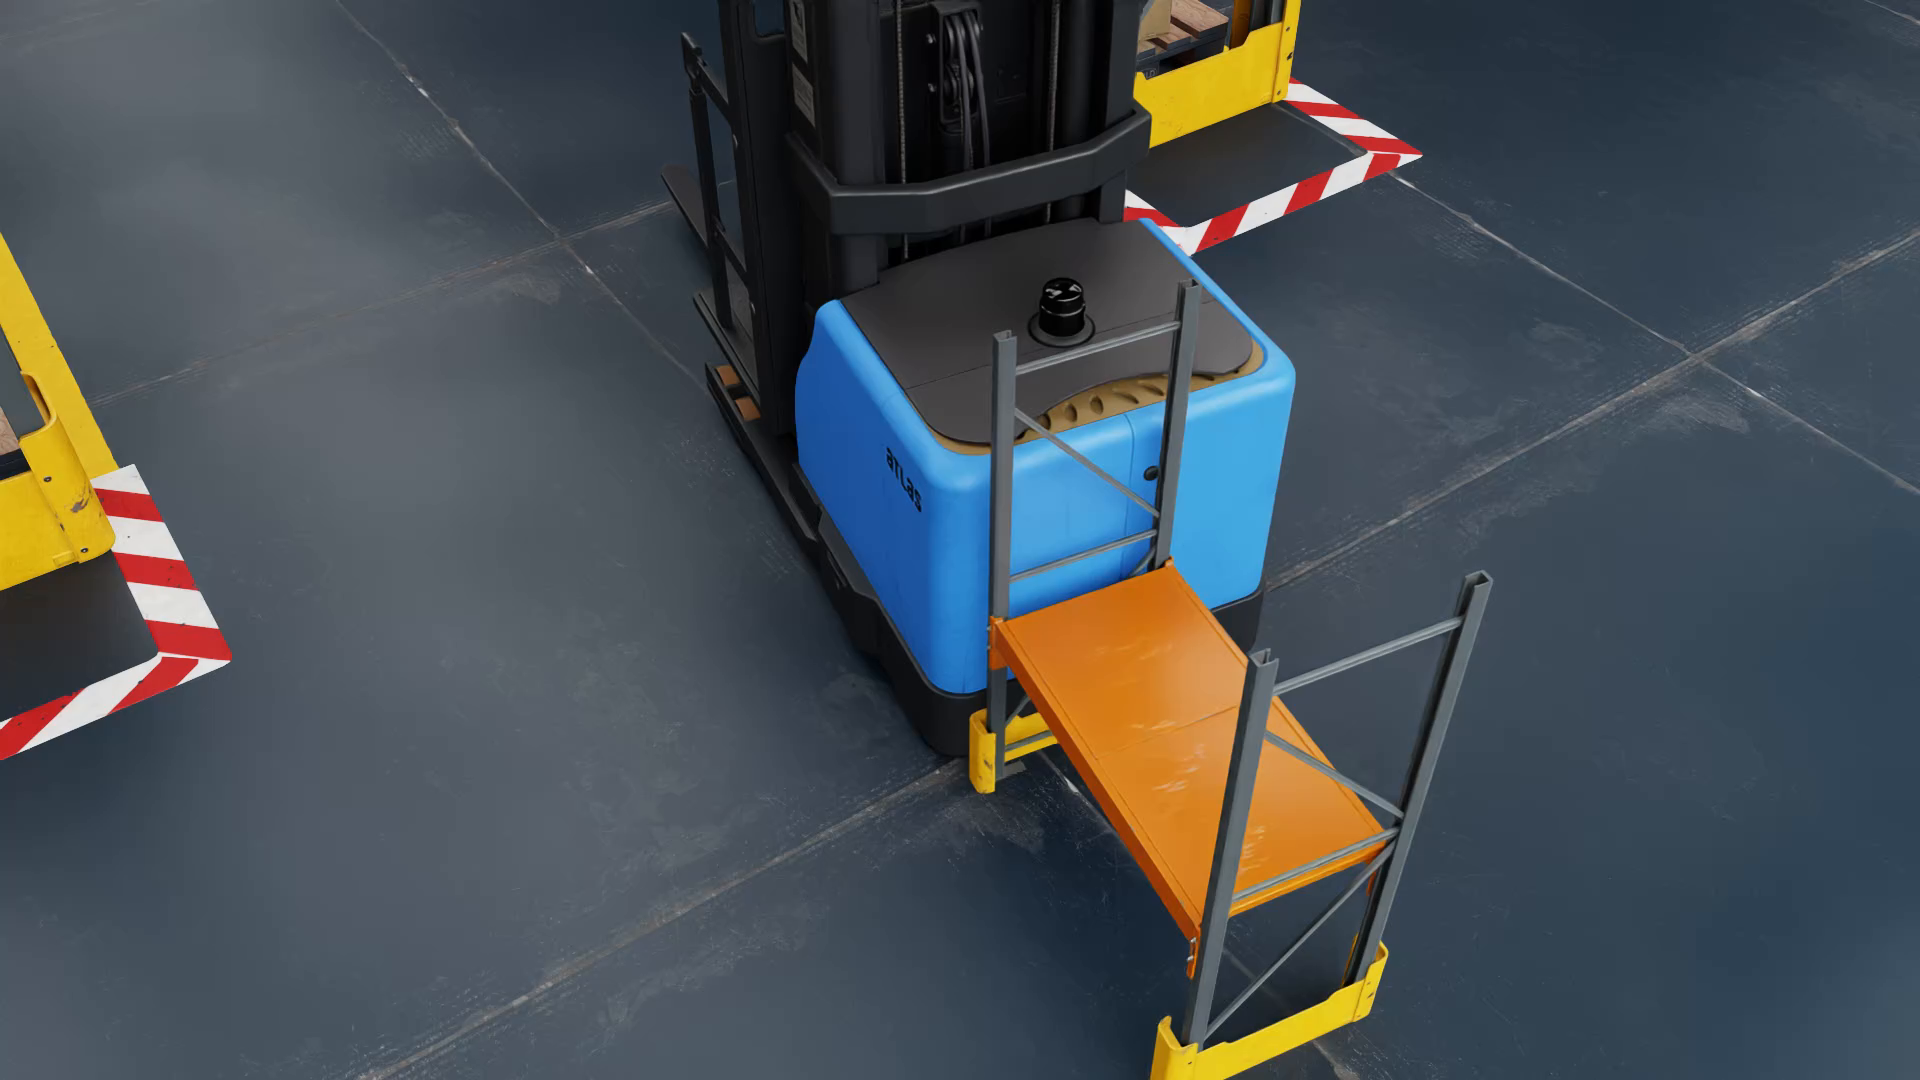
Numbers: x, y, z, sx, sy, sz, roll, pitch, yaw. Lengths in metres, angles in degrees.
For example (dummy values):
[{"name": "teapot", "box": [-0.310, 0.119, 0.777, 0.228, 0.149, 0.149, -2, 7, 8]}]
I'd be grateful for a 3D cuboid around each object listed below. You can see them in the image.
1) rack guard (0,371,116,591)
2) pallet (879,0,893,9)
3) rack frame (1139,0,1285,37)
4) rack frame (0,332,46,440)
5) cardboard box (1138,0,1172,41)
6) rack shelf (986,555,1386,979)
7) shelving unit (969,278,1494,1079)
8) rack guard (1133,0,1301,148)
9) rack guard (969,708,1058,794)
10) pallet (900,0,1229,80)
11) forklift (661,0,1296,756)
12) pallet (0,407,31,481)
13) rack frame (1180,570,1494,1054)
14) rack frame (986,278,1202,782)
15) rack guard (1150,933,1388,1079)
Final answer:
[{"name": "rack guard", "box": [-3.216, -0.024, 4.913, 1.175, 0.500, 0.348, -26, 49, -24]}, {"name": "pallet", "box": [-0.244, -3.059, 8.302, 1.003, 0.211, 1.213, -26, 49, -24]}, {"name": "rack frame", "box": [0.929, -2.860, 6.074, 1.000, 3.000, 0.127, -26, 49, -24]}, {"name": "rack frame", "box": [-3.134, -0.904, 4.024, 1.000, 3.000, 0.127, -26, 49, -24]}, {"name": "cardboard box", "box": [0.585, -2.468, 7.170, 0.500, 0.500, 0.500, -17, 46, -17]}, {"name": "rack shelf", "box": [0.517, 0.490, 3.911, 0.538, 0.185, 1.000, -18, 46, -18]}, {"name": "shelving unit", "box": [0.513, 0.355, 3.792, 0.587, 1.500, 1.083, -18, 46, -18]}, {"name": "rack guard", "box": [0.885, -1.999, 6.982, 1.175, 0.500, 0.348, -26, 49, -24]}, {"name": "rack guard", "box": [0.303, 0.495, 4.551, 0.587, 0.250, 0.087, -18, 46, -18]}, {"name": "pallet", "box": [0.450, -2.369, 7.579, 1.003, 0.211, 1.213, -26, 49, -24]}, {"name": "forklift", "box": [-0.215, -1.496, 4.695, 1.130, 2.935, 3.031, -18, 46, -18]}, {"name": "pallet", "box": [-3.676, -0.382, 5.497, 1.003, 0.211, 1.213, -26, 49, -24]}, {"name": "rack frame", "box": [0.731, 0.679, 3.453, 0.500, 1.500, 0.032, -18, 46, -18]}, {"name": "rack frame", "box": [0.302, 0.042, 4.120, 0.500, 1.500, 0.032, -18, 46, -18]}, {"name": "rack guard", "box": [0.723, 1.118, 3.897, 0.587, 0.250, 0.087, -18, 46, -18]}]
